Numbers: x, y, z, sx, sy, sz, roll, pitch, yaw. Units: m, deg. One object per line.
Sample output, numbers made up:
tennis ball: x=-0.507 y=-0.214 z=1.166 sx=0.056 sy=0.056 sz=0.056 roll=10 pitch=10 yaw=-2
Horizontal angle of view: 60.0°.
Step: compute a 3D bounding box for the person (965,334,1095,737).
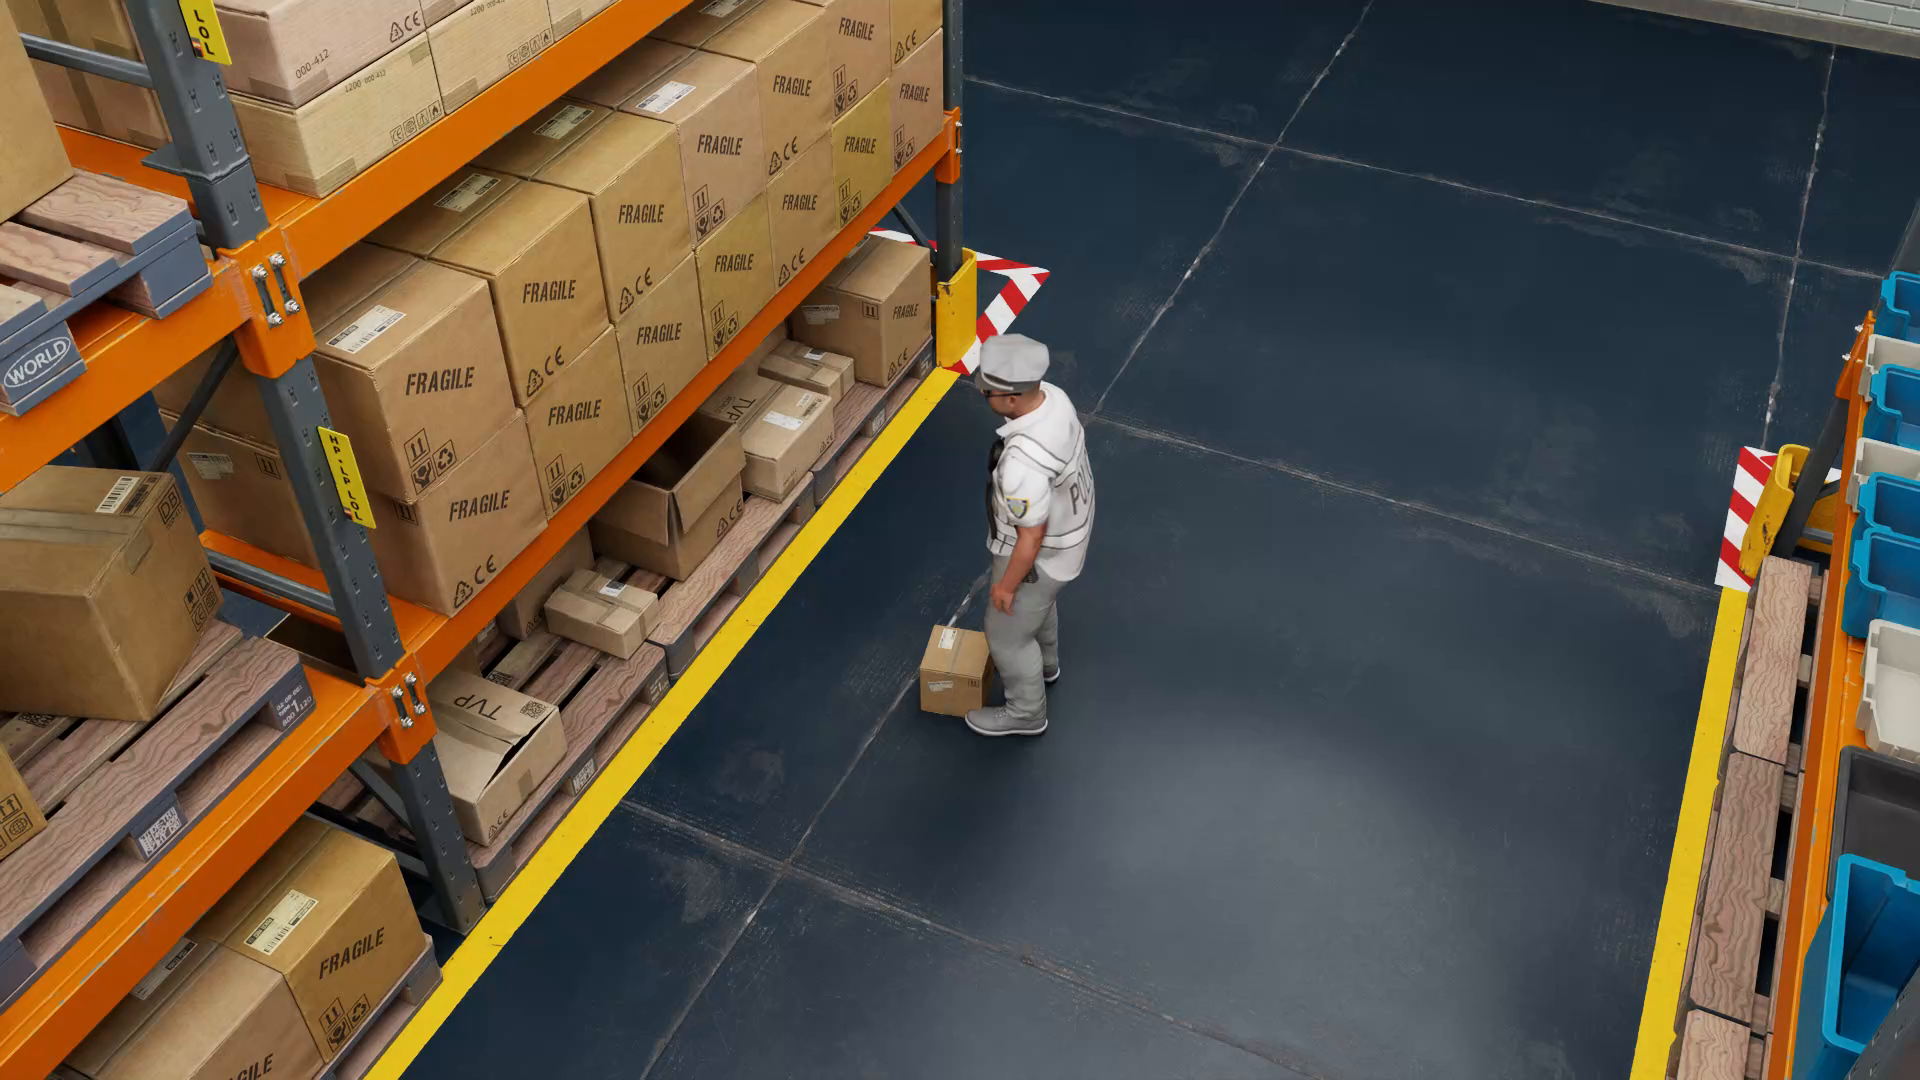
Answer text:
person: x=0.264 y=0.009 z=6.144 sx=0.433 sy=1.747 sz=0.588 roll=9 pitch=42 yaw=9
